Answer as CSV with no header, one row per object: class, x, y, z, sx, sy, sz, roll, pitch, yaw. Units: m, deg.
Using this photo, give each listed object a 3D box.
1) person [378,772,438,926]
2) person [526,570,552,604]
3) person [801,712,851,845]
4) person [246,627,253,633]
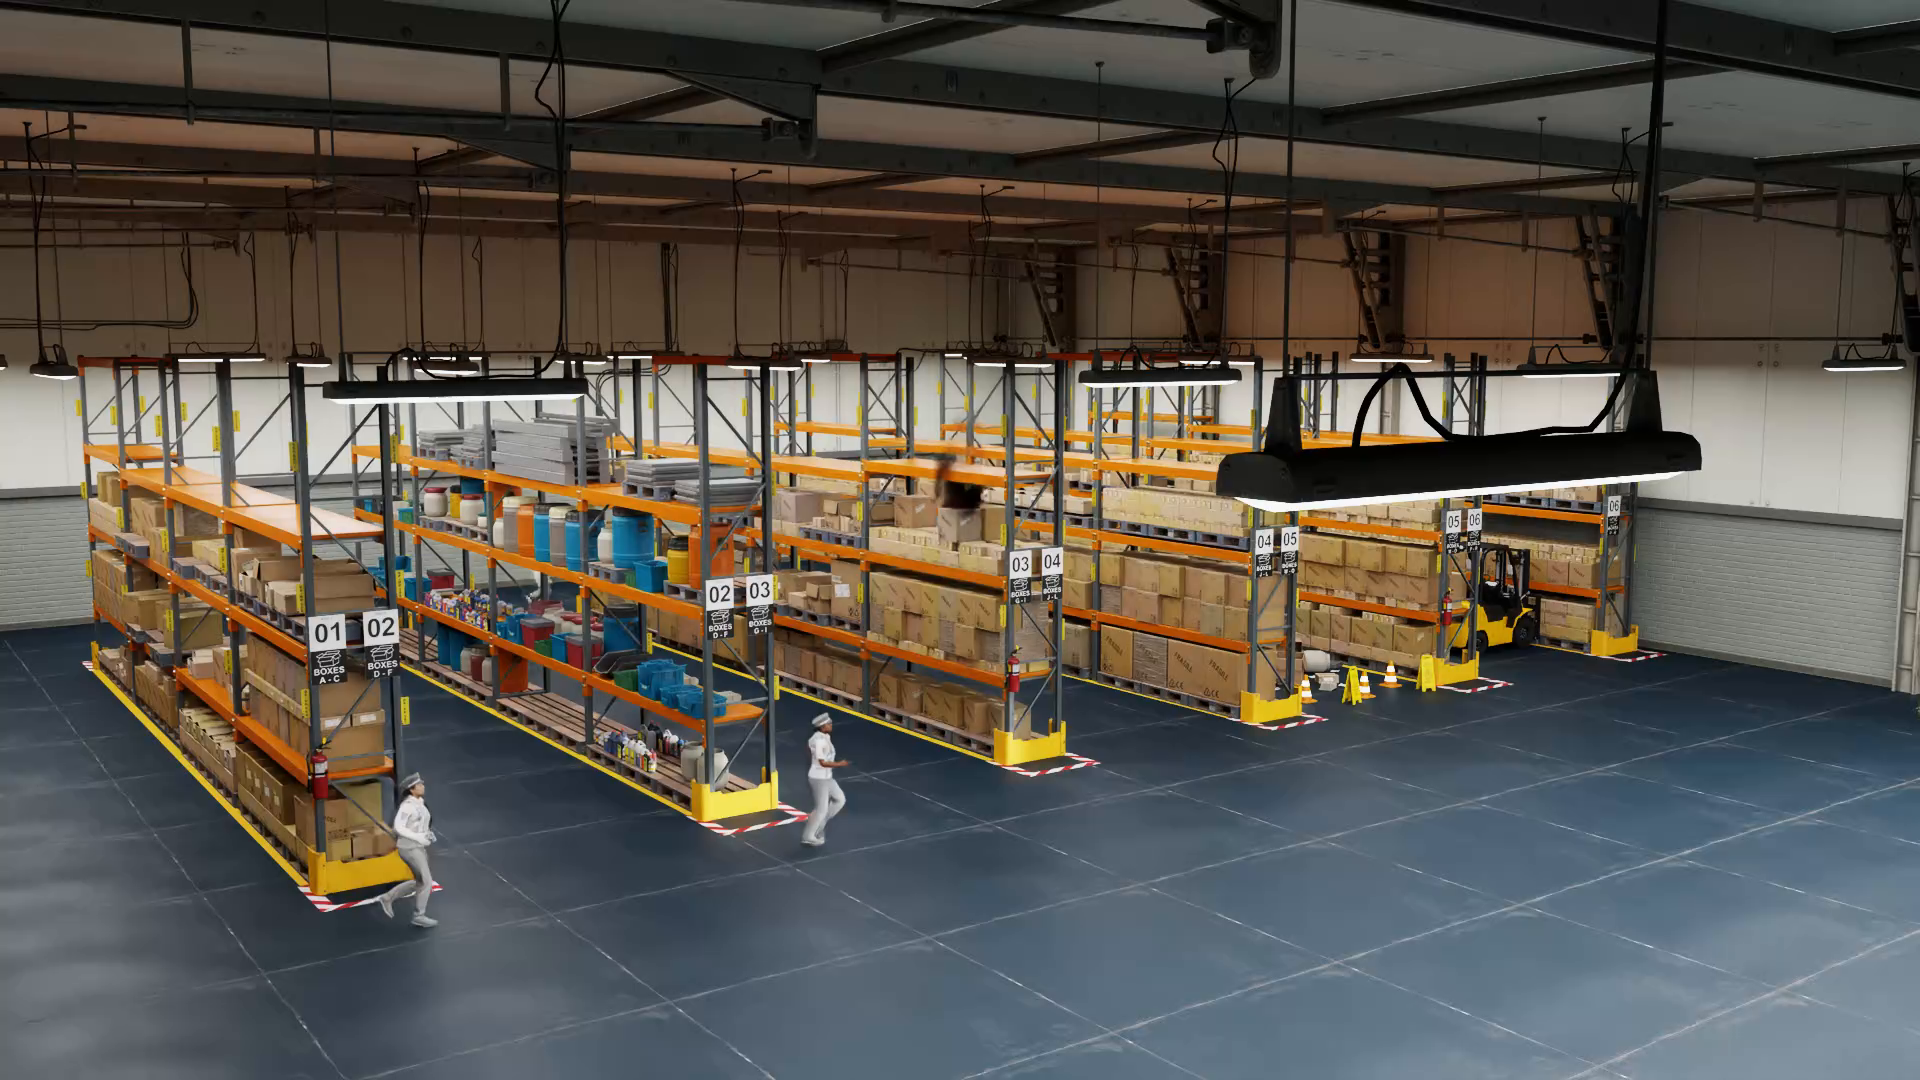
person,-5.997,3.348,18.071,0.646,1.660,0.657,0,7,-3
person,-9.717,0.800,38.540,0.663,1.725,0.706,-4,8,-30
person,-1.674,2.981,20.887,0.623,1.668,0.608,0,7,1
person,-13.504,1.587,31.792,0.671,1.802,0.999,-6,9,-41
